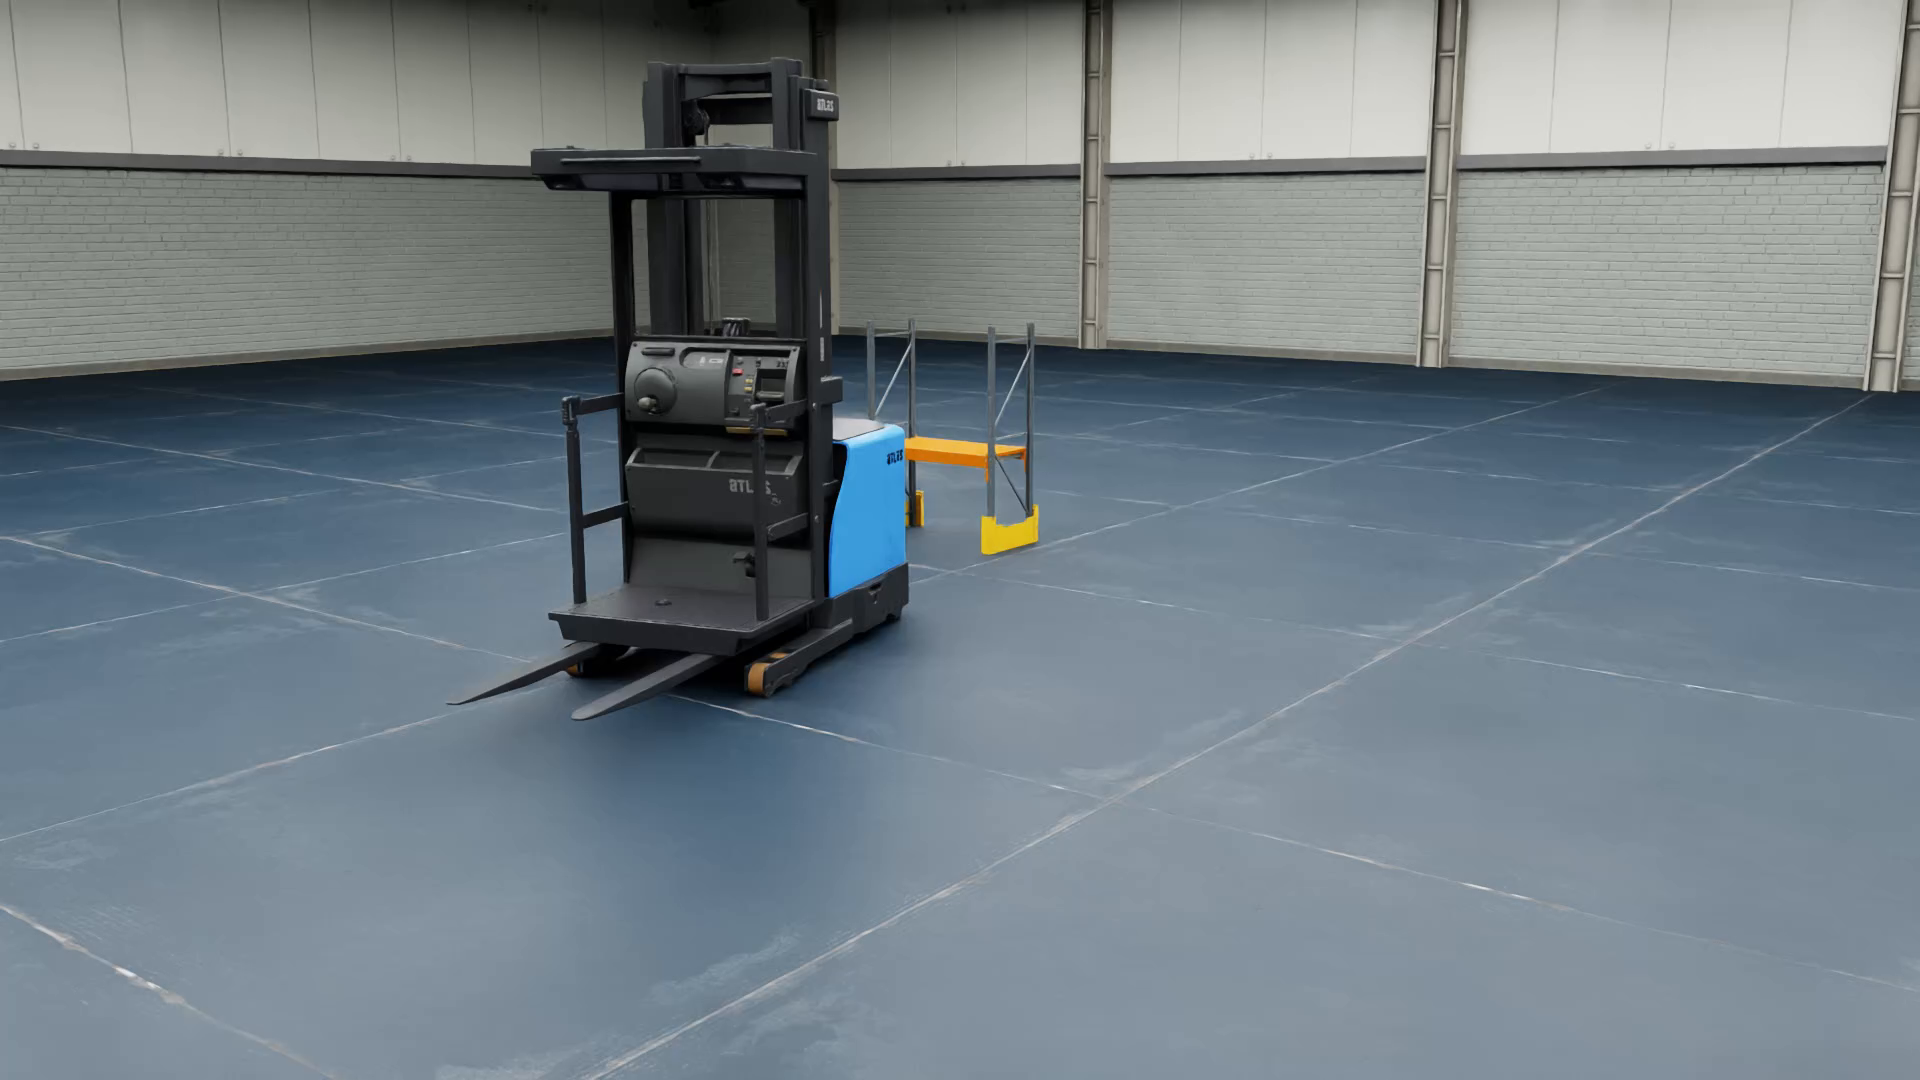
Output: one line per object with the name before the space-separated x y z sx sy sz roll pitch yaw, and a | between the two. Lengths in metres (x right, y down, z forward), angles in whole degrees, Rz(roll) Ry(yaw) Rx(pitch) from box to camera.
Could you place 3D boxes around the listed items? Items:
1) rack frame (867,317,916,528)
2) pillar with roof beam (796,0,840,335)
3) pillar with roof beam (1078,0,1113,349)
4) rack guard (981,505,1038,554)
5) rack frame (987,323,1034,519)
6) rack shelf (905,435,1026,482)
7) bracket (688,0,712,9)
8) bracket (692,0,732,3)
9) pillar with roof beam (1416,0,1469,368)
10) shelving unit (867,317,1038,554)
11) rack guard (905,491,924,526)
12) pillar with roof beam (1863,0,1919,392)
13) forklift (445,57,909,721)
rack frame | -0.478 -0.803 11.732 0.032 1.500 0.500 8 13 36
pillar with roof beam | -5.110 -7.722 27.752 0.548 9.000 9.100 8 13 36
pillar with roof beam | -0.274 -7.047 24.265 0.400 9.000 9.100 8 13 36
rack guard | 0.340 -0.075 11.261 0.087 0.250 0.587 8 13 36
rack frame | 0.341 -0.689 11.141 0.032 1.500 0.500 8 13 36
rack shelf | -0.069 -0.569 11.471 1.000 0.185 0.538 8 13 36
bracket | -5.017 -10.407 32.154 0.430 0.232 0.235 8 13 36
bracket | -4.541 -10.340 31.811 3.189 0.066 0.076 8 13 36
pillar with roof beam | 4.562 -6.373 20.778 0.400 9.000 9.100 8 13 36
shelving unit | -0.061 -0.745 11.432 1.083 1.500 0.587 8 13 36
rack guard | -0.463 -0.187 11.840 0.087 0.250 0.587 8 13 36
pillar with roof beam | 9.398 -5.698 17.292 0.400 9.000 9.100 8 13 36
forklift | -1.285 -0.794 7.918 1.130 2.935 3.031 4 12 20
